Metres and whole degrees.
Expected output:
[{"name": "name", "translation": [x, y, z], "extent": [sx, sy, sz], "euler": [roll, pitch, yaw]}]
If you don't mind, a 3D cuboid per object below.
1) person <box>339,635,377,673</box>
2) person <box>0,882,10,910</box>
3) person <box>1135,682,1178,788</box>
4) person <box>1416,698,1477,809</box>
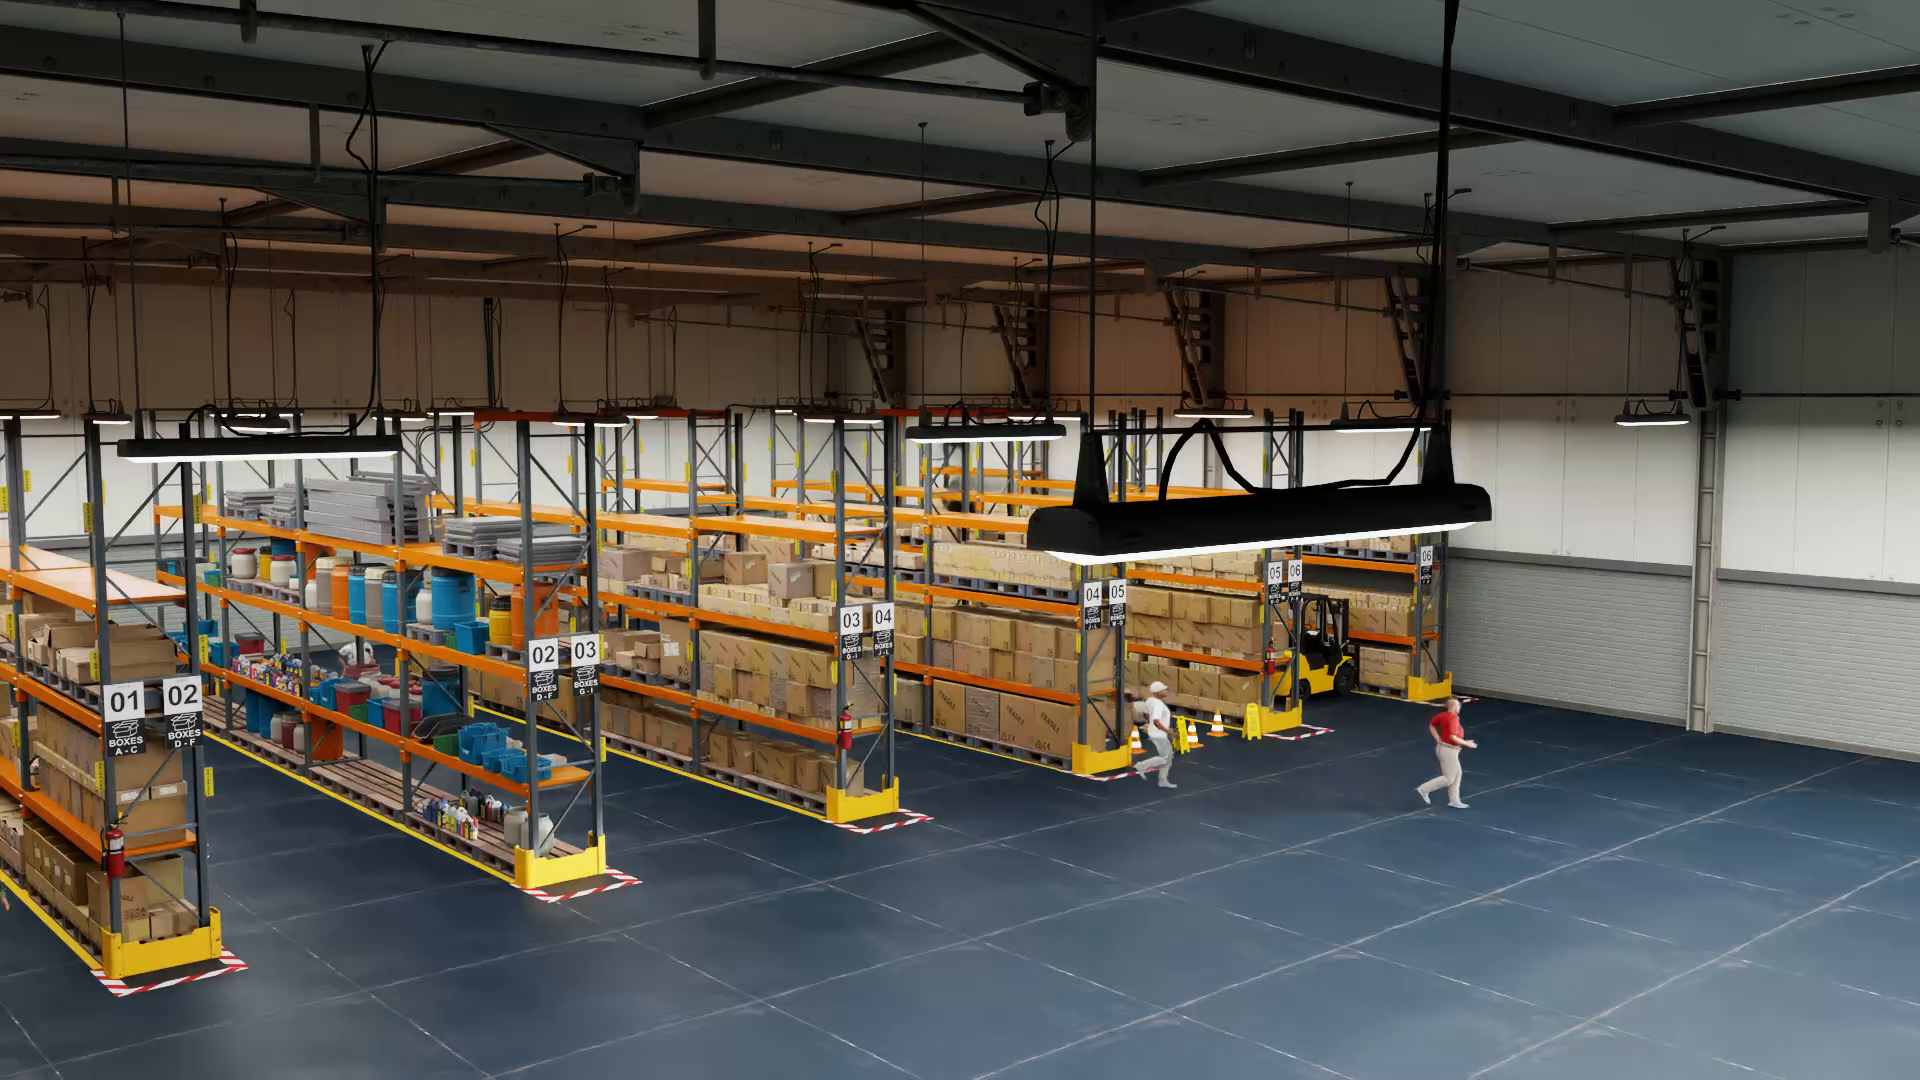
[{"name": "person", "translation": [-11.700, 2.637, 32.370], "extent": [0.912, 1.838, 0.588], "euler": [3, 6, 34]}, {"name": "person", "translation": [-10.335, 4.033, 17.547], "extent": [0.622, 1.548, 0.573], "euler": [2, 5, 18]}, {"name": "person", "translation": [3.144, 3.134, 26.706], "extent": [0.720, 1.738, 0.700], "euler": [0, 5, -5]}, {"name": "person", "translation": [7.369, 3.265, 25.347], "extent": [0.885, 1.717, 0.653], "euler": [0, 5, -5]}]
